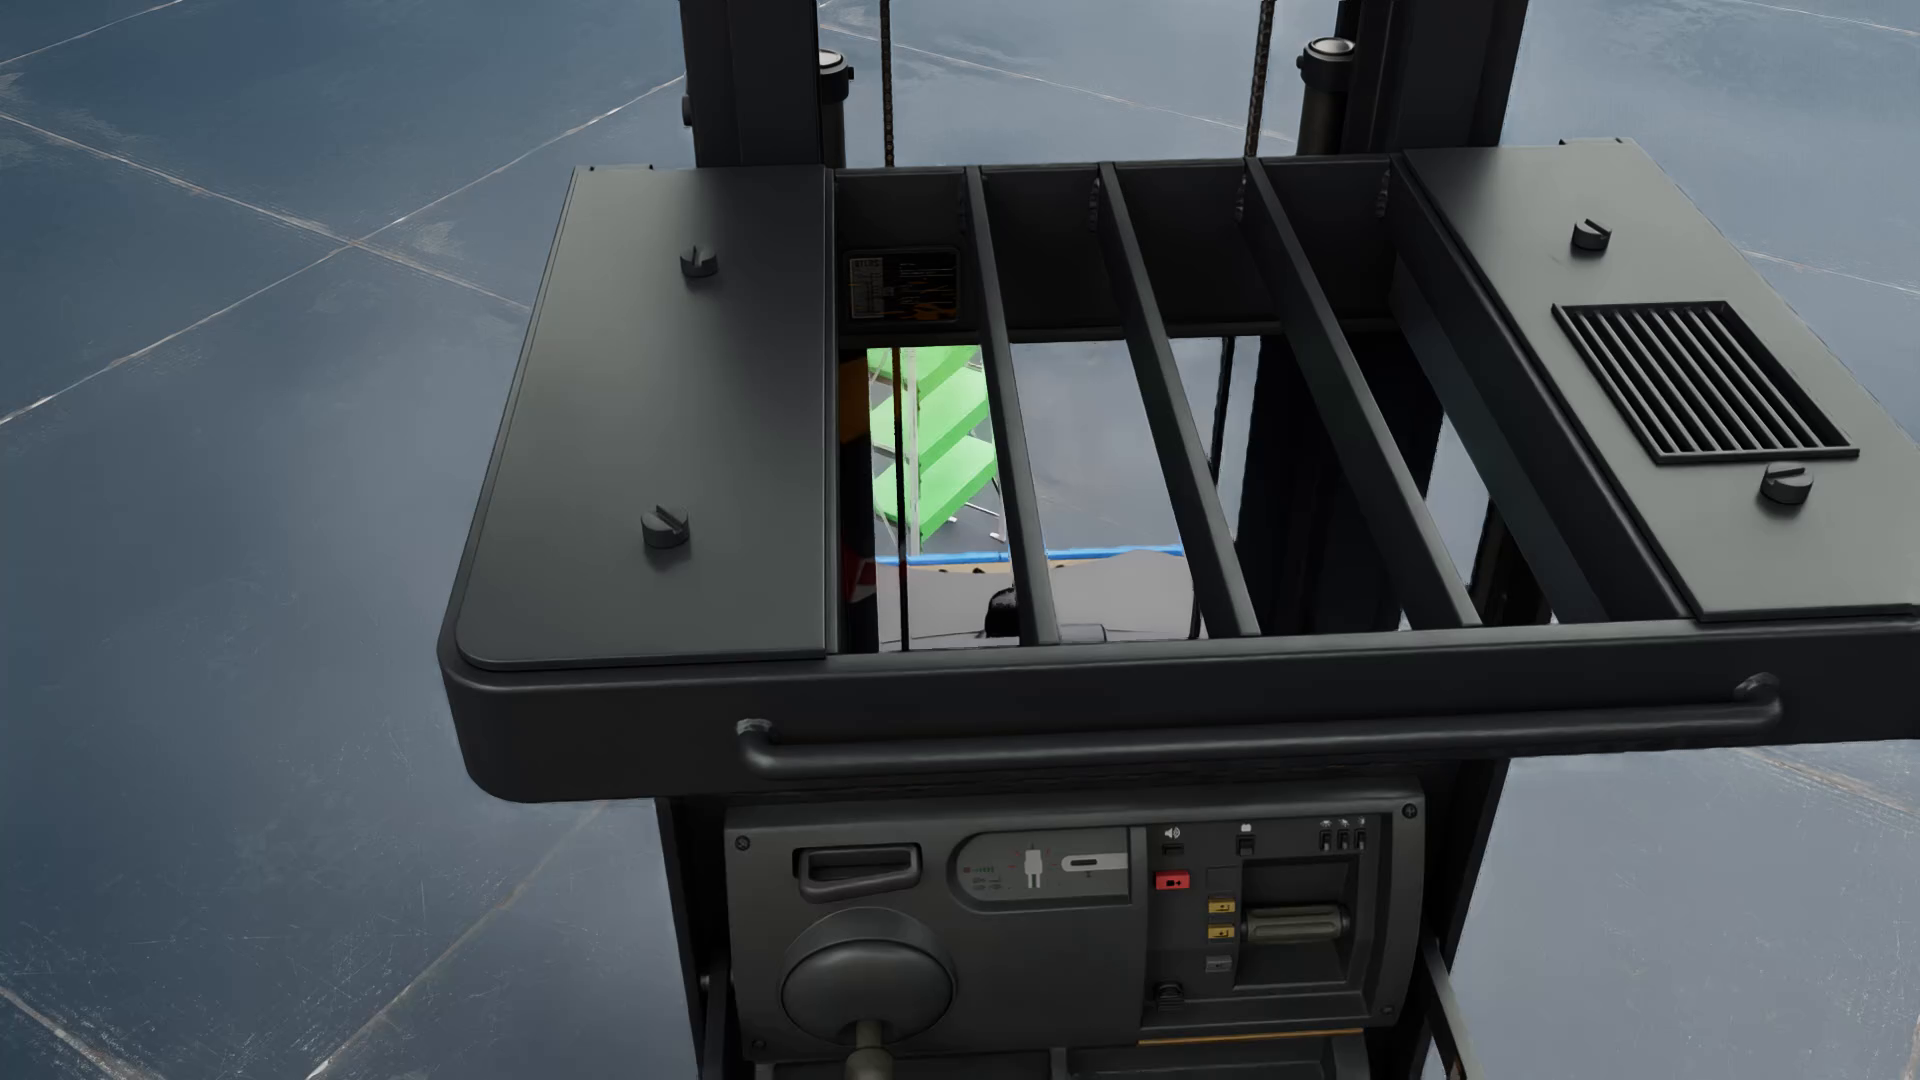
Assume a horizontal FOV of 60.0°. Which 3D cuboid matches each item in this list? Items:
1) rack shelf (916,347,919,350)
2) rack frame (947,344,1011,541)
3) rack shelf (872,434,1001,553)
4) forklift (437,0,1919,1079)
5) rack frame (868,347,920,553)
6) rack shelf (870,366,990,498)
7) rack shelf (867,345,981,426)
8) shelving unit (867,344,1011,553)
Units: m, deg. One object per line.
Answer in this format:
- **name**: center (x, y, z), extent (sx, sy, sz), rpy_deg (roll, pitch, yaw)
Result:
- **rack shelf**: center (-0.089, -0.719, 4.519), extent (0.258, 0.148, 0.480), rpy_deg (21, 42, 25)
- **rack frame**: center (0.042, -0.516, 4.936), extent (0.240, 1.200, 0.015), rpy_deg (21, 42, 25)
- **rack shelf**: center (-0.089, -0.149, 4.959), extent (0.258, 0.148, 0.480), rpy_deg (21, 42, 25)
- **forklift**: center (0.174, 0.605, 2.065), extent (1.130, 2.935, 3.031), rpy_deg (-2, 38, -3)
- **rack frame**: center (-0.219, -0.264, 4.610), extent (0.240, 1.200, 0.015), rpy_deg (21, 42, 25)
- **rack shelf**: center (-0.089, -0.339, 4.812), extent (0.258, 0.148, 0.480), rpy_deg (21, 42, 25)
- **rack shelf**: center (-0.089, -0.529, 4.665), extent (0.258, 0.148, 0.480), rpy_deg (21, 42, 25)
- **shelving unit**: center (-0.089, -0.390, 4.773), extent (0.258, 1.200, 0.503), rpy_deg (21, 42, 25)
